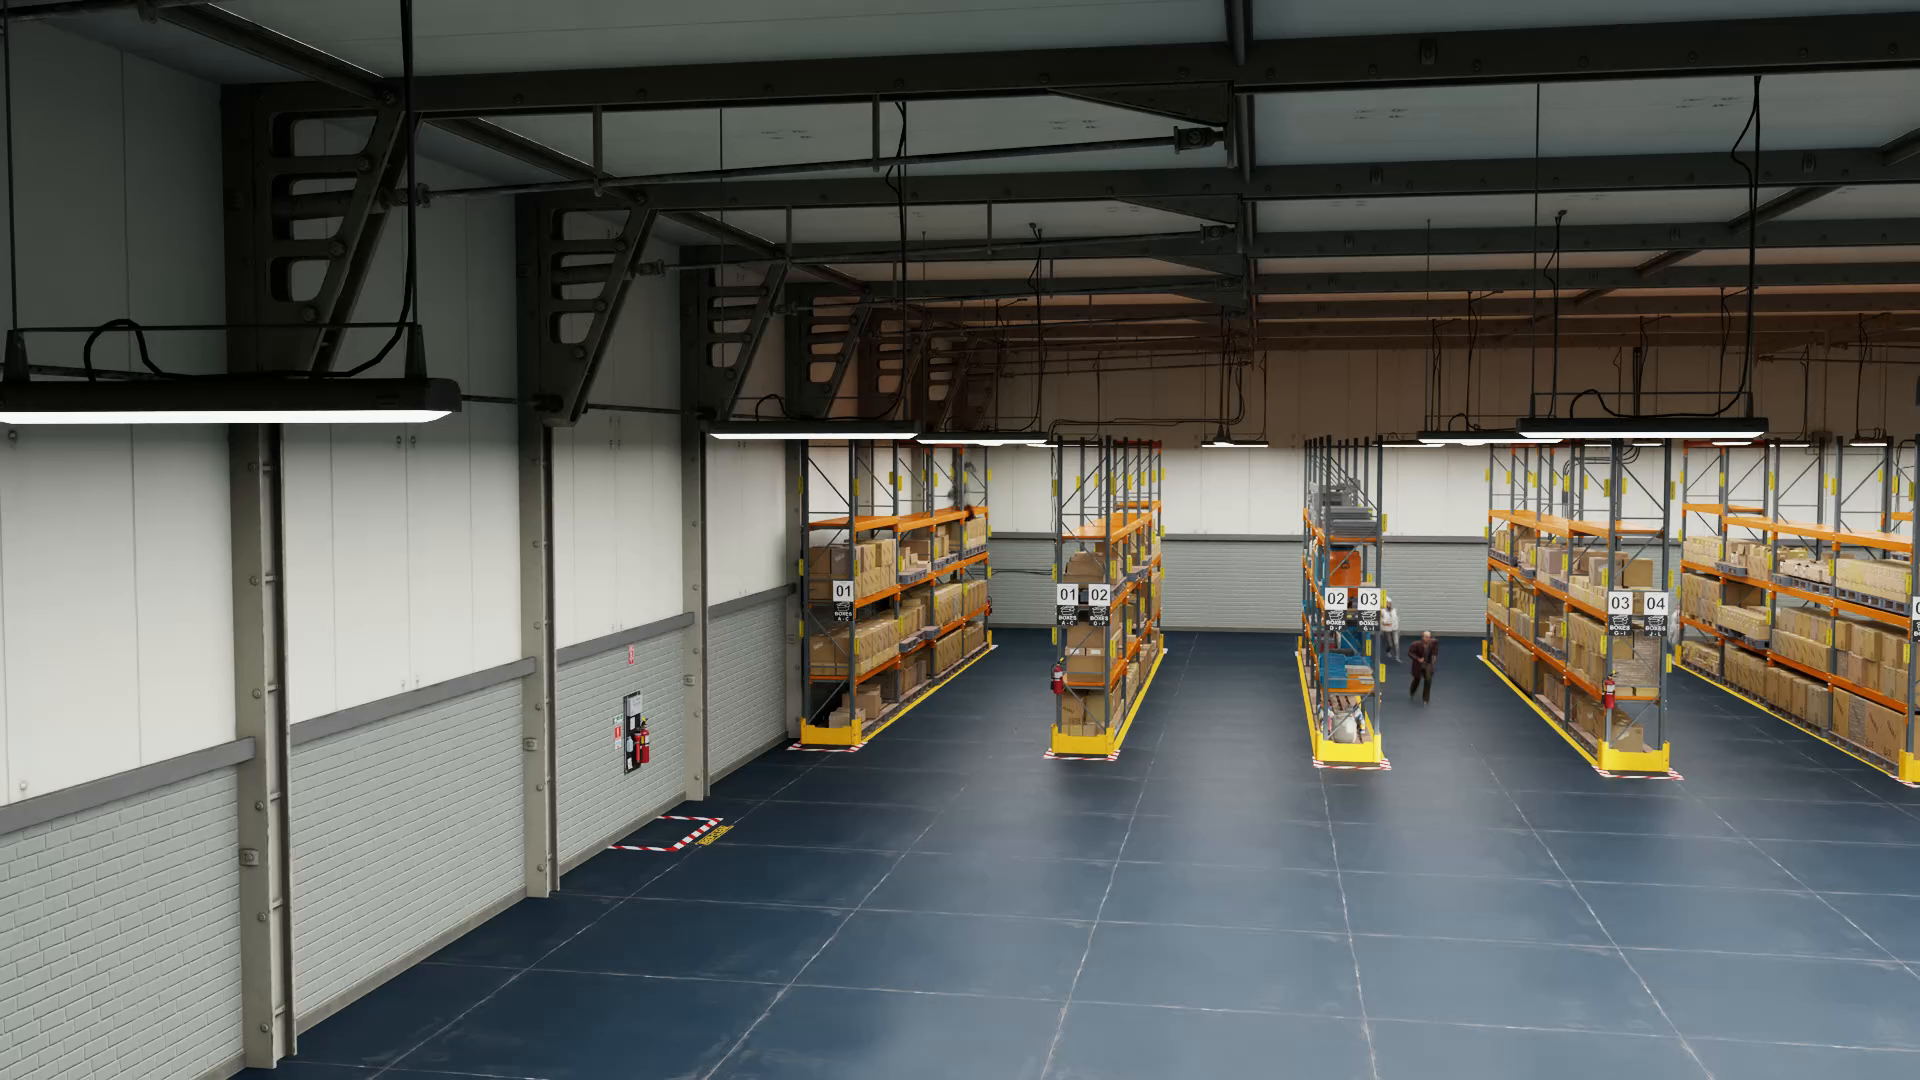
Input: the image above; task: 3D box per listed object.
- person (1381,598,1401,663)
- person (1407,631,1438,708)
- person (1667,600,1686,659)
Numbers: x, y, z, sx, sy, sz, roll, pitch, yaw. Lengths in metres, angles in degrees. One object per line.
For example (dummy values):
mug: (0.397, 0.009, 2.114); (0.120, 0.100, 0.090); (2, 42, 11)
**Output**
person: (11.629, 2.433, 45.097); (0.697, 1.737, 0.817); (0, 3, -6)
person: (10.359, 2.877, 37.411); (0.754, 1.743, 1.062); (0, 3, -6)
person: (19.634, 2.457, 45.464); (0.510, 1.636, 0.600); (-1, 3, -13)
